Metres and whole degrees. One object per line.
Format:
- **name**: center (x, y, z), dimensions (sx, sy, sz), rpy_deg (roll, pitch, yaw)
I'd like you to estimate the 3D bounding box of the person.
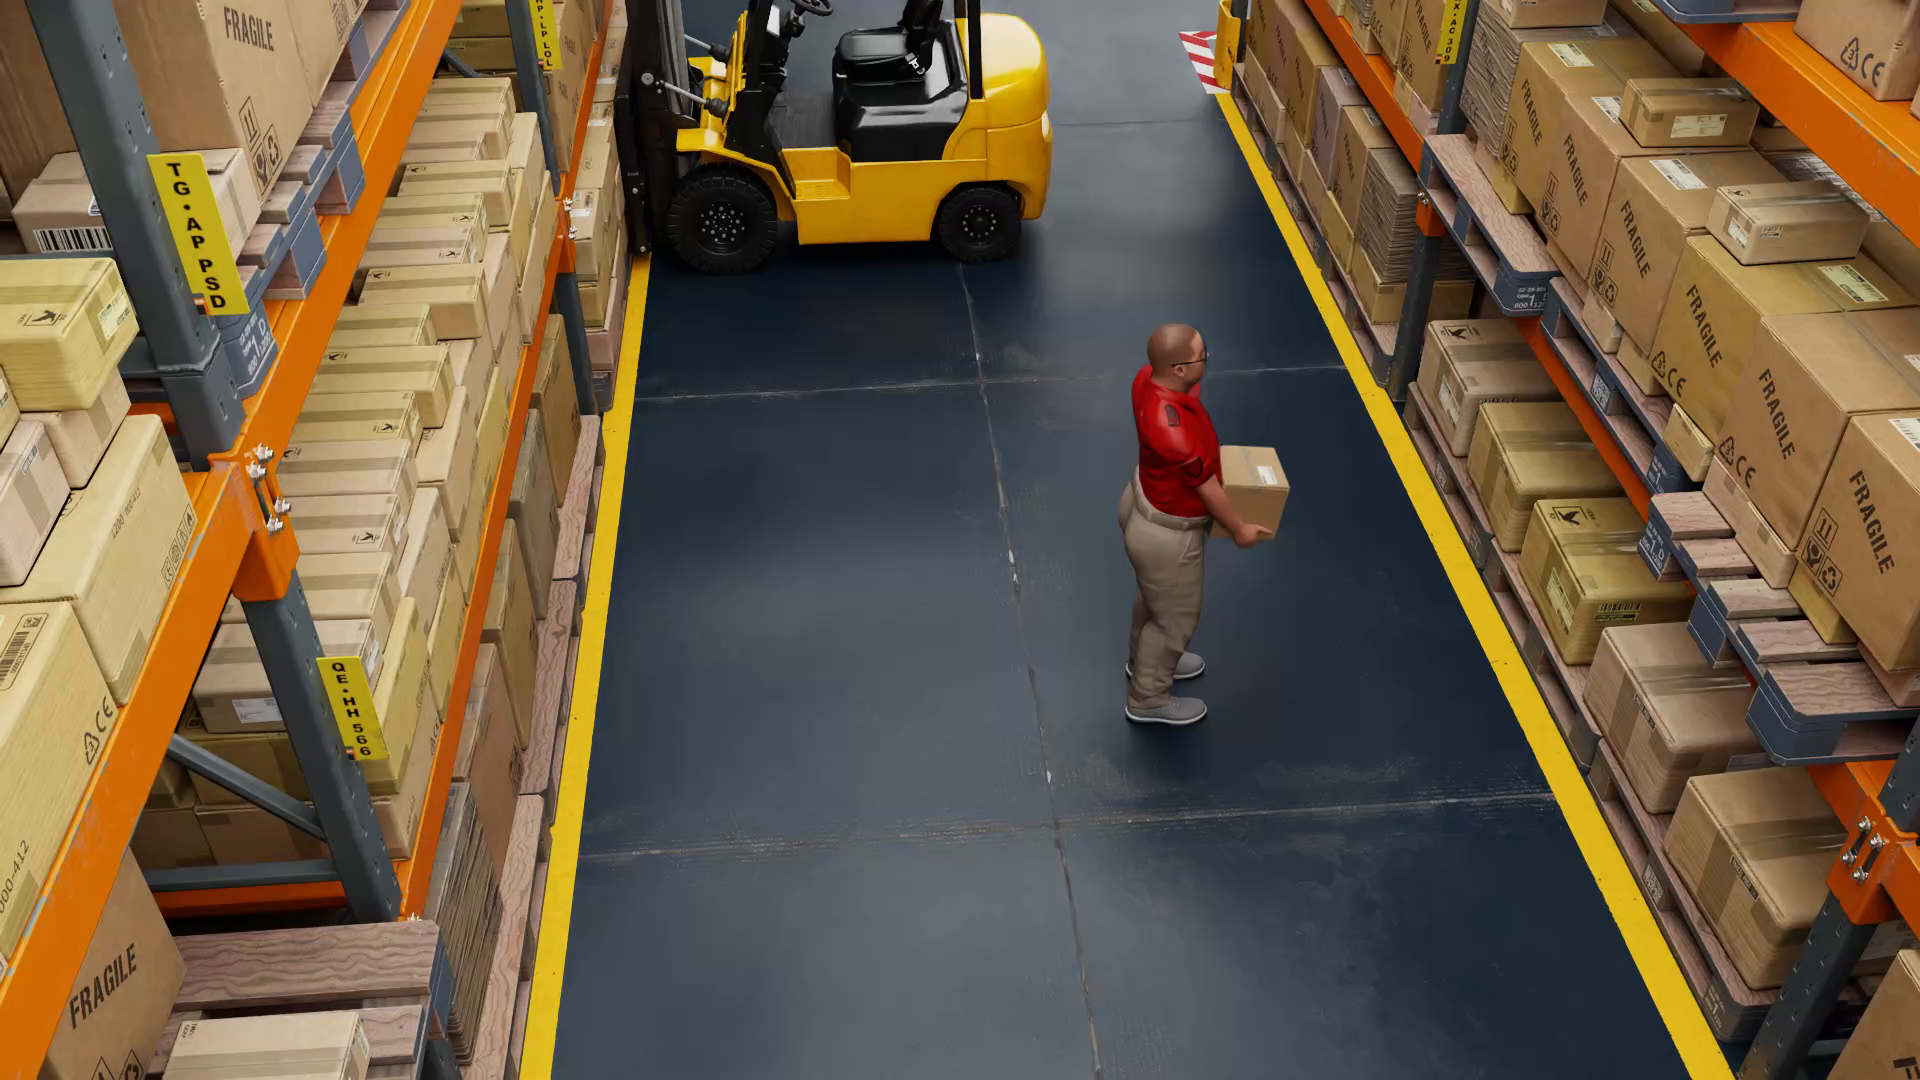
- **person**: center (0.869, -0.067, 6.258), dimensions (0.542, 1.724, 0.490), rpy_deg (-3, 39, -4)
